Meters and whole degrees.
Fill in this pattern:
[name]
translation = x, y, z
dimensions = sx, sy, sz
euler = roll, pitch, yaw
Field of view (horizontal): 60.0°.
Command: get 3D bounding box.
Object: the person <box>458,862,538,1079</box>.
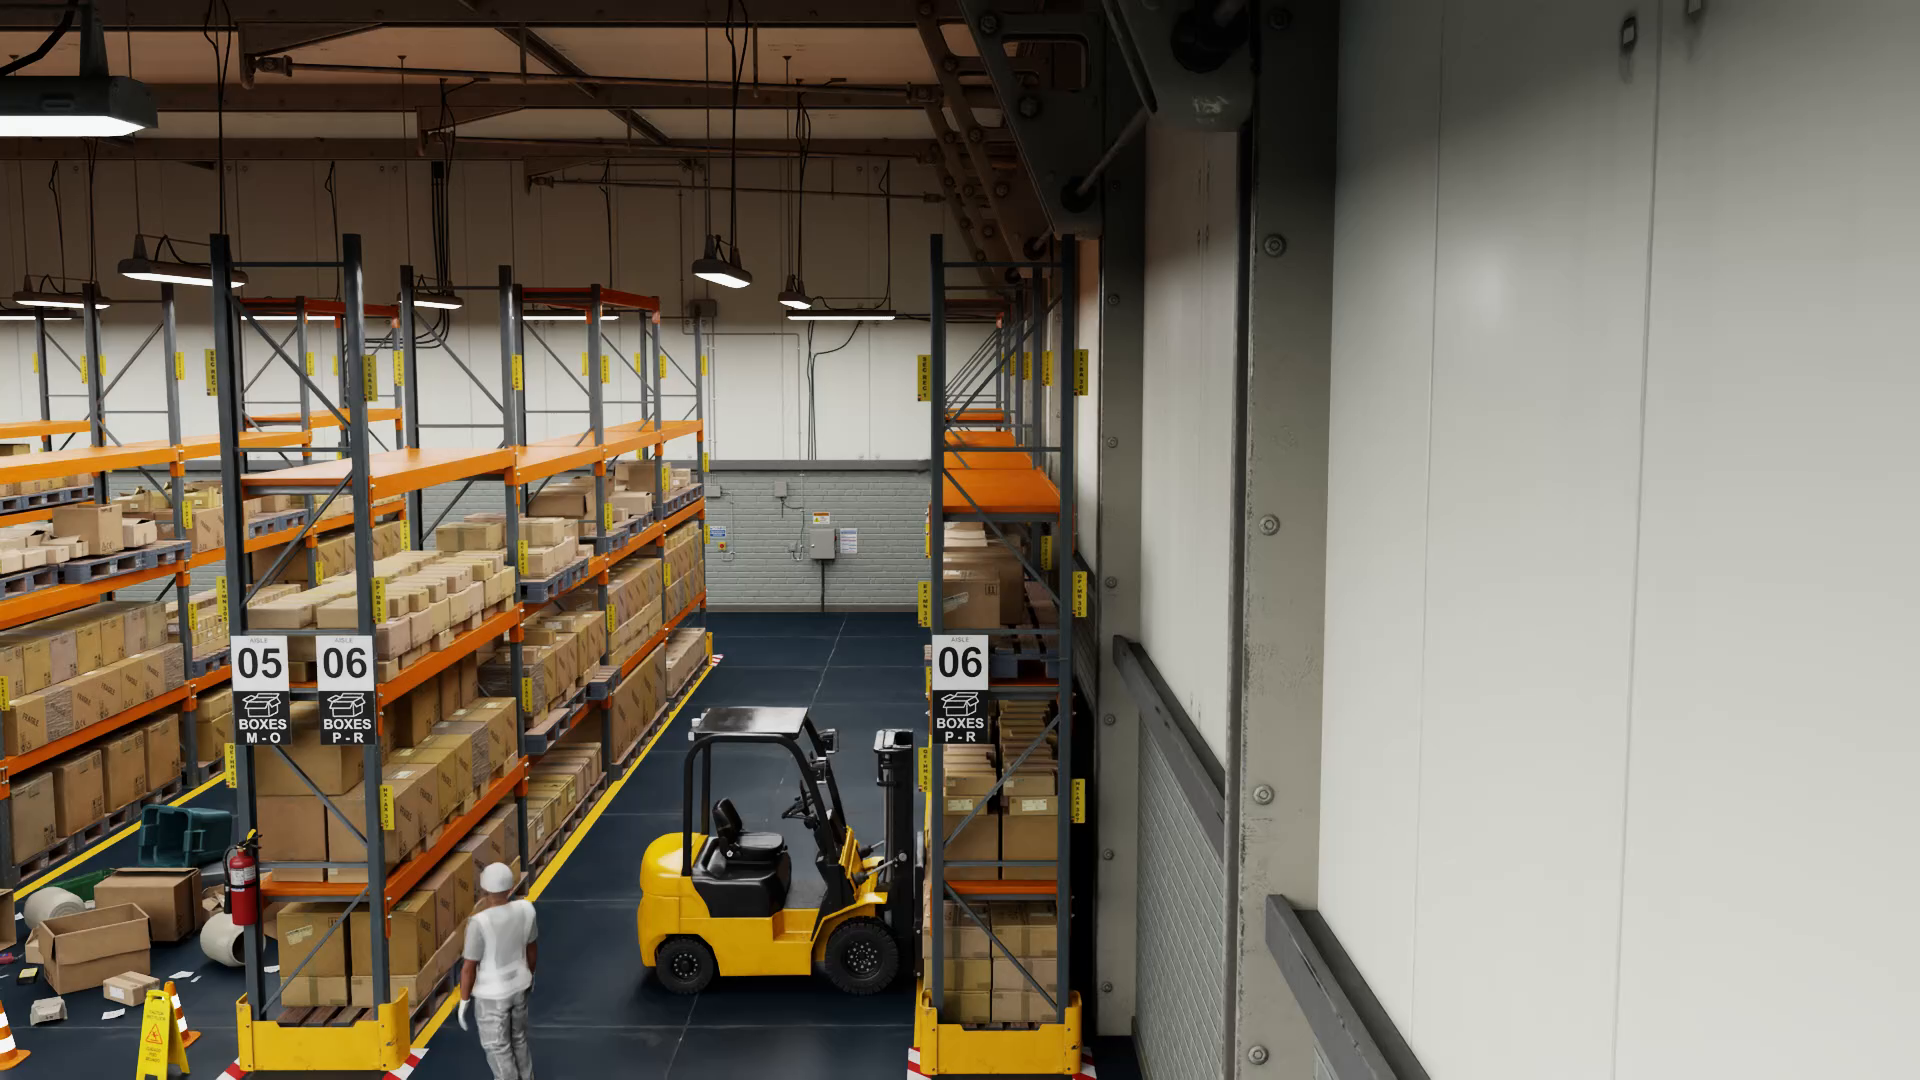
[person]
translation = -3.094, 3.049, 11.201
dimensions = 0.398, 1.805, 0.640
euler = 3, 7, 25
